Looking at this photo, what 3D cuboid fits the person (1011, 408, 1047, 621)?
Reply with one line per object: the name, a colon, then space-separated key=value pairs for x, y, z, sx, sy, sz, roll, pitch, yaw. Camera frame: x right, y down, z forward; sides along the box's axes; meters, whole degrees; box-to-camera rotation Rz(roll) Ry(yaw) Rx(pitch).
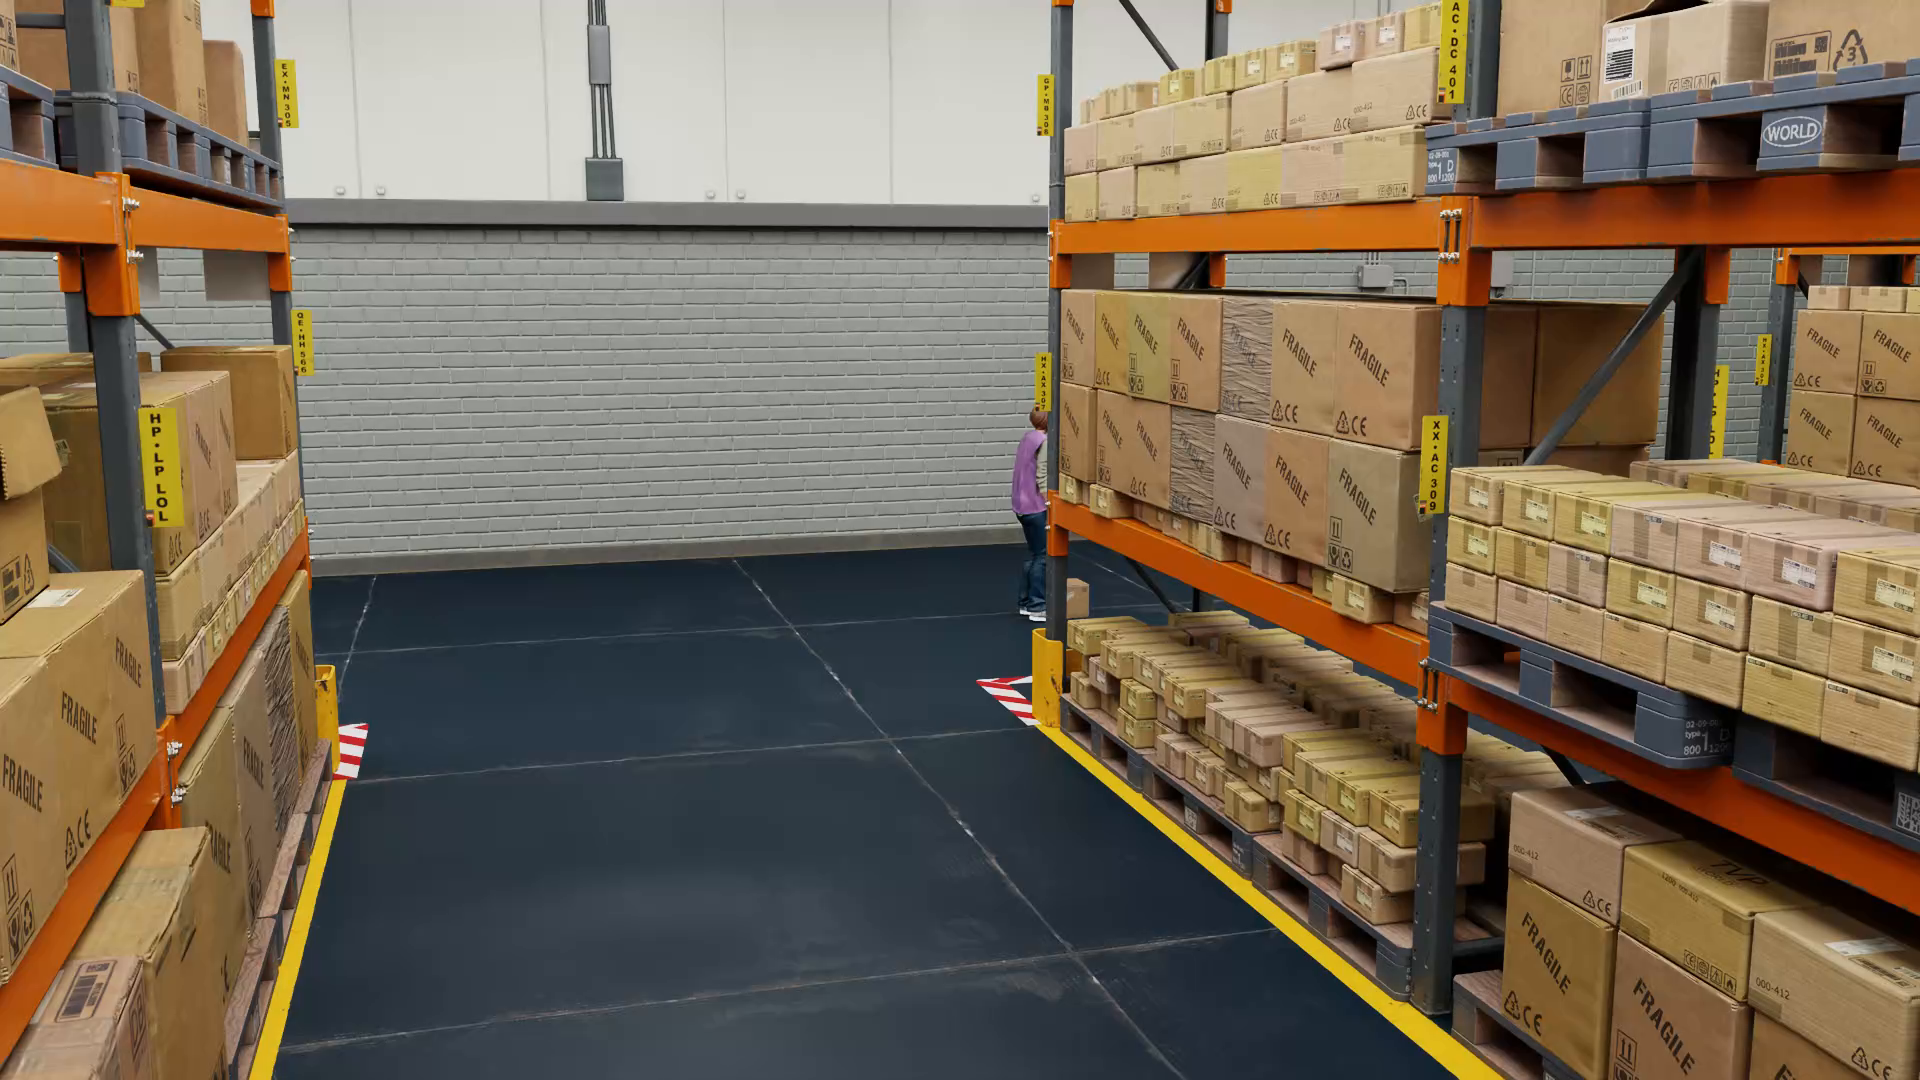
person: x=0.569 y=-0.208 z=12.198 sx=0.348 sy=1.581 sz=0.476 roll=-3 pitch=10 yaw=-17
